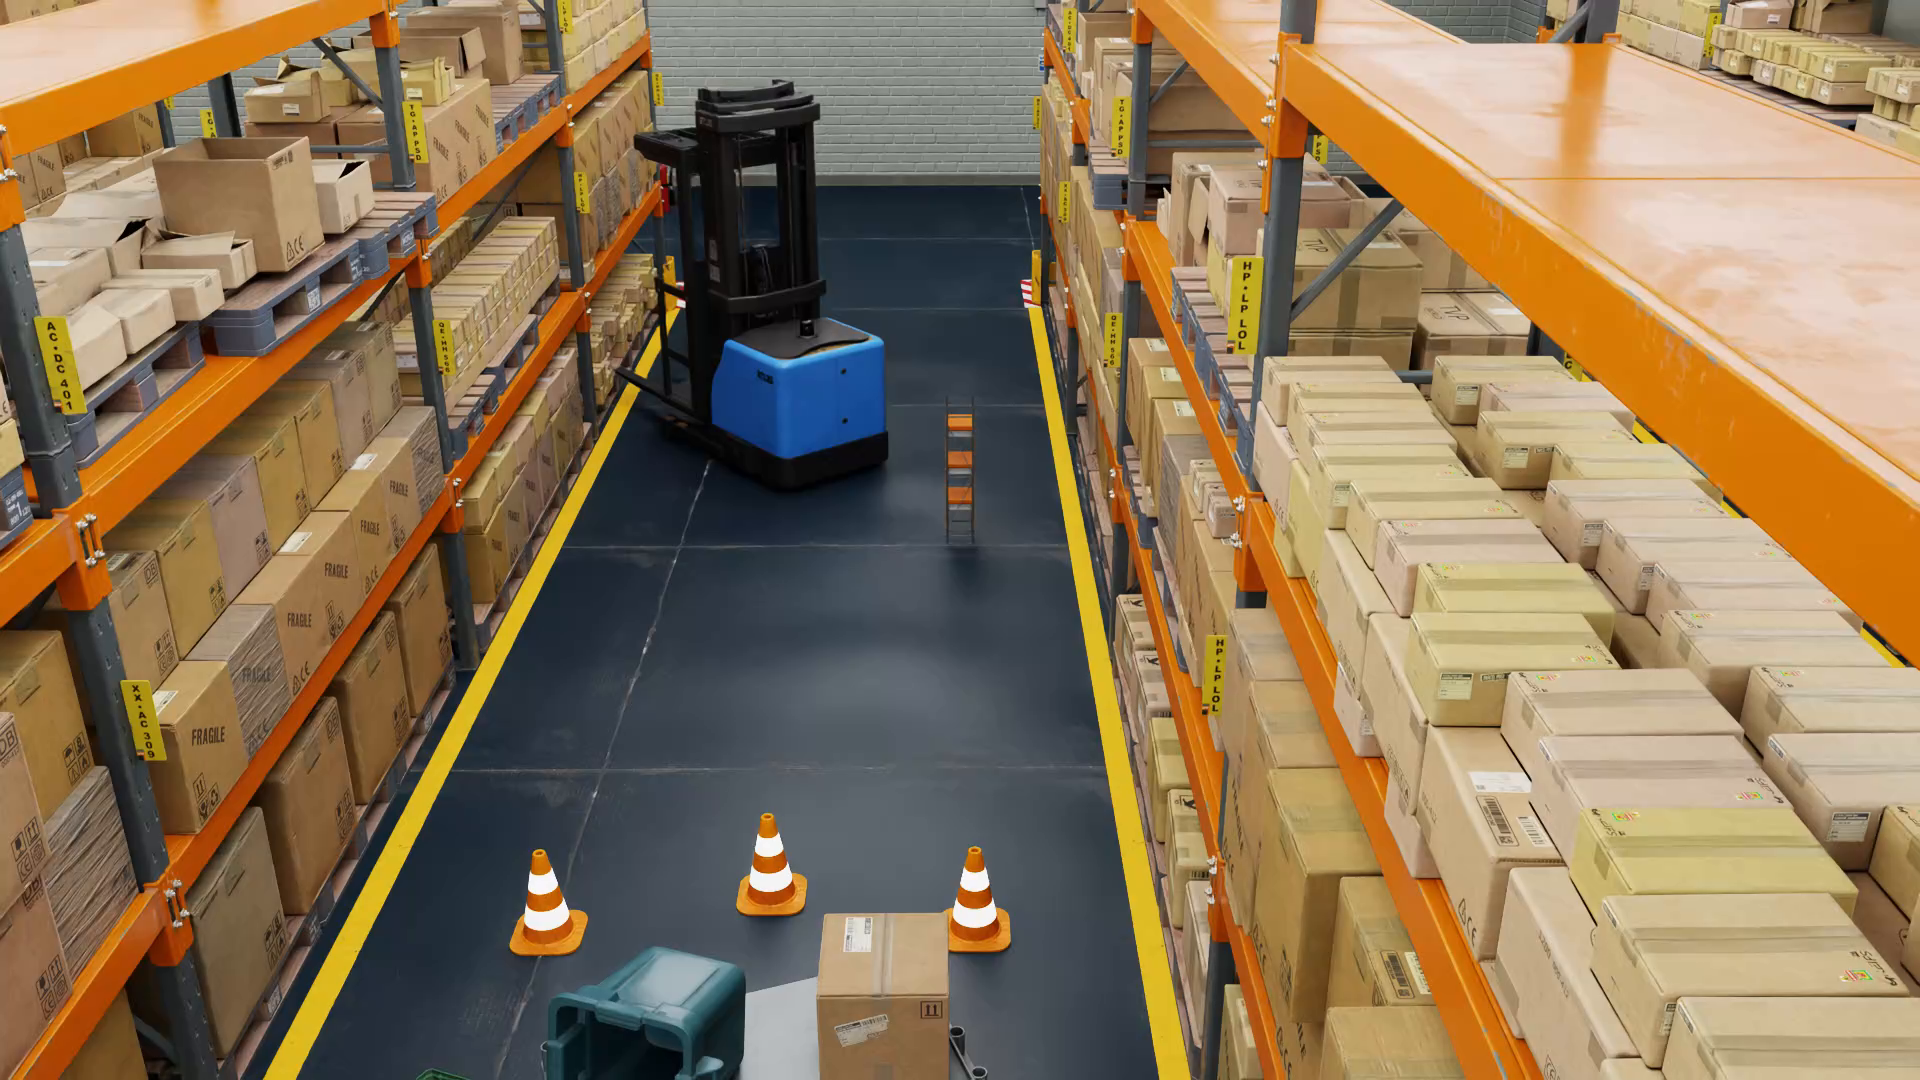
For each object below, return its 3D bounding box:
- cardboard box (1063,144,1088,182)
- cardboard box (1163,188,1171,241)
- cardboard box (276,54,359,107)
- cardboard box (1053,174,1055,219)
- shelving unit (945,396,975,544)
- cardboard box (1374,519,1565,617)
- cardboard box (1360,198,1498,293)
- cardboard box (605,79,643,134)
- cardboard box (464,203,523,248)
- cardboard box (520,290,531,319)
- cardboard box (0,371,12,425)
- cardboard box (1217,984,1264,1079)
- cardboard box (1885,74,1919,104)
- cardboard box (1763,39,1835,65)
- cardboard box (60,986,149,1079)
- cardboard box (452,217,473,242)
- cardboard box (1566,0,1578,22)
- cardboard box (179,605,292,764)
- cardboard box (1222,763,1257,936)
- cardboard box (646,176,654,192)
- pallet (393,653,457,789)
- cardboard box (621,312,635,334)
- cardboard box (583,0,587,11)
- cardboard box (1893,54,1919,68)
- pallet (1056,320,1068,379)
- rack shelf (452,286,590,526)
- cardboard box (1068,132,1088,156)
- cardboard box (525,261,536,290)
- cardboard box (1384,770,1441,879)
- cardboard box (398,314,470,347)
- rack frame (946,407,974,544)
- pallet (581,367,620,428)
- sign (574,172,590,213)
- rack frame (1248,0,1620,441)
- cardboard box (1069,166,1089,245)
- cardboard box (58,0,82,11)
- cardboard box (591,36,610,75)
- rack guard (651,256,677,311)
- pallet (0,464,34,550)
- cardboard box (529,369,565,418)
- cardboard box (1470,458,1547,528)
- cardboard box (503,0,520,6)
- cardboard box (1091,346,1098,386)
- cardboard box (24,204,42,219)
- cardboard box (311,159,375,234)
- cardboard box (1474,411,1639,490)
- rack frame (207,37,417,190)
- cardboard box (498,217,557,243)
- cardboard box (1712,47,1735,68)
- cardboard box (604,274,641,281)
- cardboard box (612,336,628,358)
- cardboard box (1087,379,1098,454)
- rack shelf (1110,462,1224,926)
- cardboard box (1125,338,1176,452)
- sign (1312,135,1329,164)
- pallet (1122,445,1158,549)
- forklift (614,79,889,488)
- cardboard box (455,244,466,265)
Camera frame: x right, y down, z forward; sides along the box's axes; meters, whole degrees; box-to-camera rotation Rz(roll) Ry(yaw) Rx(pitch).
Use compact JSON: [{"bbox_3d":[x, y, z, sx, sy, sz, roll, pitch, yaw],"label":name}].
[{"bbox_3d":[1.118,-2.977,13.741,0.500,0.500,0.500,0,24,-1],"label":"cardboard box"},{"bbox_3d":[1.279,-1.704,8.784,0.396,0.266,0.258,0,24,-1],"label":"cardboard box"},{"bbox_3d":[-3.791,-2.708,9.791,0.396,0.266,0.258,0,24,-1],"label":"cardboard box"},{"bbox_3d":[1.117,-3.153,15.343,0.500,0.500,0.500,1,24,1],"label":"cardboard box"},{"bbox_3d":[-0.001,-0.500,11.966,0.215,1.050,0.252,0,24,-1],"label":"shelving unit"},{"bbox_3d":[1.232,0.066,4.044,0.380,0.149,0.250,-1,24,-1],"label":"cardboard box"},{"bbox_3d":[1.865,-1.151,6.465,0.500,0.250,0.500,-1,24,-2],"label":"cardboard box"},{"bbox_3d":[-3.334,-4.107,15.879,0.500,0.500,0.500,-1,24,-2],"label":"cardboard box"},{"bbox_3d":[-3.837,-2.598,13.755,0.500,0.500,0.500,0,24,0],"label":"cardboard box"},{"bbox_3d":[-3.332,-1.705,12.059,0.380,0.149,0.250,-1,24,-3],"label":"cardboard box"},{"bbox_3d":[-3.200,-0.391,4.909,0.500,0.250,0.500,-1,24,-1],"label":"cardboard box"},{"bbox_3d":[1.223,1.978,6.037,0.500,0.500,0.500,1,24,2],"label":"cardboard box"},{"bbox_3d":[6.097,-2.845,10.481,0.380,0.149,0.250,-1,24,-2],"label":"cardboard box"},{"bbox_3d":[5.991,-3.486,11.873,0.380,0.149,0.250,-1,24,-1],"label":"cardboard box"},{"bbox_3d":[-3.525,2.114,5.888,0.875,0.875,0.875,0,24,0],"label":"cardboard box"},{"bbox_3d":[-4.005,-2.402,12.878,0.380,0.149,0.250,1,24,2],"label":"cardboard box"},{"bbox_3d":[6.076,-4.995,15.719,0.500,0.250,0.500,0,24,0],"label":"cardboard box"},{"bbox_3d":[-3.205,0.606,7.031,0.500,0.500,0.500,0,24,0],"label":"cardboard box"},{"bbox_3d":[1.212,1.015,5.766,0.500,0.500,0.500,0,24,-1],"label":"cardboard box"},{"bbox_3d":[-3.307,-3.619,16.801,0.380,0.149,0.250,0,24,0],"label":"cardboard box"},{"bbox_3d":[-3.573,1.025,9.610,1.003,0.211,1.213,0,24,-1],"label":"pallet"},{"bbox_3d":[-3.261,-2.032,15.575,0.380,0.149,0.250,0,24,0],"label":"cardboard box"},{"bbox_3d":[-3.320,-4.477,13.843,0.380,0.149,0.250,-1,24,-2],"label":"cardboard box"},{"bbox_3d":[6.525,-3.173,11.182,0.380,0.149,0.250,0,24,1],"label":"cardboard box"},{"bbox_3d":[1.453,-1.830,15.923,1.003,0.211,1.213,0,24,-1],"label":"pallet"},{"bbox_3d":[-3.528,-1.067,11.725,1.077,0.370,4.000,0,24,-1],"label":"rack shelf"},{"bbox_3d":[1.077,-3.205,13.457,0.380,0.149,0.250,-1,24,-2],"label":"cardboard box"},{"bbox_3d":[-3.337,-1.945,12.227,0.380,0.149,0.250,-1,24,-2],"label":"cardboard box"},{"bbox_3d":[1.185,0.631,3.762,0.380,0.149,0.250,-1,24,-1],"label":"cardboard box"},{"bbox_3d":[-3.321,-1.321,10.488,0.380,0.149,0.250,0,24,-1],"label":"cardboard box"},{"bbox_3d":[0.001,-0.450,11.855,0.200,1.050,0.008,0,24,-1],"label":"rack frame"},{"bbox_3d":[-3.592,-1.225,14.585,1.003,0.211,1.213,0,24,-1],"label":"pallet"},{"bbox_3d":[-2.995,-2.750,13.169,0.100,0.325,0.005,0,24,-1],"label":"sign"},{"bbox_3d":[1.486,-1.719,5.015,1.000,3.000,0.127,0,24,-1],"label":"rack frame"},{"bbox_3d":[1.116,-2.601,12.910,0.500,0.500,0.500,0,24,0],"label":"cardboard box"},{"bbox_3d":[-8.609,-5.089,15.353,0.700,0.500,0.500,-1,24,-2],"label":"cardboard box"},{"bbox_3d":[-3.291,-4.130,14.167,0.500,0.250,0.500,1,24,2],"label":"cardboard box"},{"bbox_3d":[-3.592,-2.697,17.489,1.175,0.500,0.348,0,24,-1],"label":"rack guard"},{"bbox_3d":[-3.464,0.089,4.765,1.003,0.211,1.213,0,24,-1],"label":"pallet"},{"bbox_3d":[-3.296,-1.095,12.528,0.500,0.250,0.500,1,24,2],"label":"cardboard box"},{"bbox_3d":[1.767,-0.031,4.743,0.500,0.250,0.500,-1,24,-1],"label":"cardboard box"},{"bbox_3d":[-3.769,-4.372,13.612,0.380,0.149,0.250,1,24,1],"label":"cardboard box"},{"bbox_3d":[1.167,-1.191,11.309,0.500,0.250,0.500,0,24,-1],"label":"cardboard box"},{"bbox_3d":[-8.254,-2.705,14.295,0.500,0.250,0.500,0,24,-1],"label":"cardboard box"},{"bbox_3d":[-3.195,-1.704,8.098,0.500,0.311,0.500,0,24,-1],"label":"cardboard box"},{"bbox_3d":[1.701,-0.258,4.760,0.380,0.149,0.250,0,24,1],"label":"cardboard box"},{"bbox_3d":[-3.506,-3.304,8.518,1.000,3.000,0.127,0,24,-1],"label":"rack frame"},{"bbox_3d":[-3.350,-2.402,12.878,0.380,0.149,0.250,1,24,2],"label":"cardboard box"},{"bbox_3d":[5.968,-3.671,12.643,0.380,0.149,0.250,0,24,0],"label":"cardboard box"},{"bbox_3d":[-3.319,-2.496,16.241,0.380,0.149,0.250,-1,24,-3],"label":"cardboard box"},{"bbox_3d":[-3.287,-1.797,15.417,0.380,0.149,0.250,-1,24,-2],"label":"cardboard box"},{"bbox_3d":[1.486,-1.251,13.327,0.875,0.875,0.875,0,24,1],"label":"cardboard box"},{"bbox_3d":[1.464,0.518,8.222,1.077,0.370,4.000,0,24,-1],"label":"rack shelf"},{"bbox_3d":[1.216,-0.820,9.315,0.500,0.500,0.500,-1,24,-2],"label":"cardboard box"},{"bbox_3d":[1.985,-2.238,9.175,0.100,0.325,0.005,0,24,-1],"label":"sign"},{"bbox_3d":[1.557,-0.254,9.287,1.213,0.211,1.003,0,24,-1],"label":"pallet"},{"bbox_3d":[-1.900,-2.275,13.606,1.130,2.935,3.031,-19,30,-35],"label":"forklift"},{"bbox_3d":[-4.000,-2.160,12.703,0.380,0.149,0.250,-1,24,-2],"label":"cardboard box"}]
